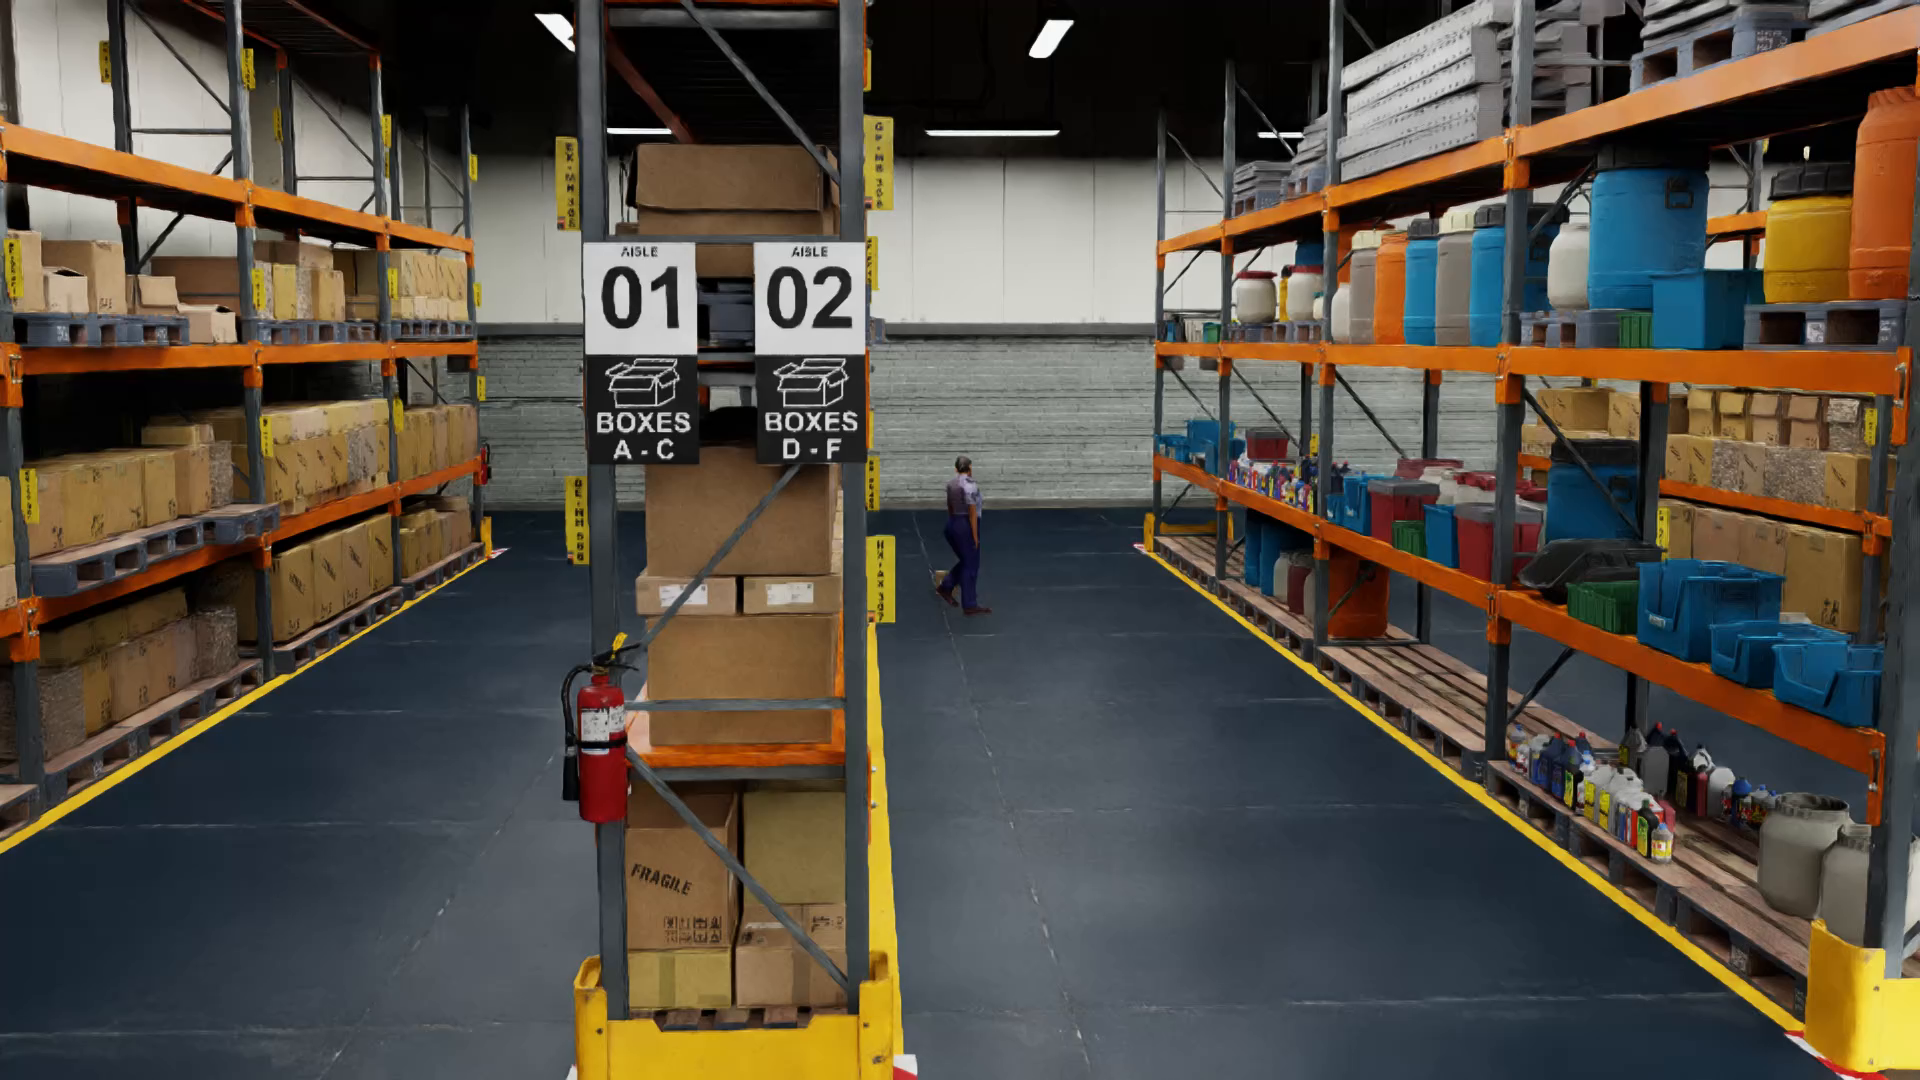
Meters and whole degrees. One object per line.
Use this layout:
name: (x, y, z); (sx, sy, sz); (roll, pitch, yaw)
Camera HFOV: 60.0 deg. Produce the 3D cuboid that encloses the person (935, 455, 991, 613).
person: (0.026, -0.065, 17.293); (0.461, 1.624, 0.577); (-4, 8, -28)
